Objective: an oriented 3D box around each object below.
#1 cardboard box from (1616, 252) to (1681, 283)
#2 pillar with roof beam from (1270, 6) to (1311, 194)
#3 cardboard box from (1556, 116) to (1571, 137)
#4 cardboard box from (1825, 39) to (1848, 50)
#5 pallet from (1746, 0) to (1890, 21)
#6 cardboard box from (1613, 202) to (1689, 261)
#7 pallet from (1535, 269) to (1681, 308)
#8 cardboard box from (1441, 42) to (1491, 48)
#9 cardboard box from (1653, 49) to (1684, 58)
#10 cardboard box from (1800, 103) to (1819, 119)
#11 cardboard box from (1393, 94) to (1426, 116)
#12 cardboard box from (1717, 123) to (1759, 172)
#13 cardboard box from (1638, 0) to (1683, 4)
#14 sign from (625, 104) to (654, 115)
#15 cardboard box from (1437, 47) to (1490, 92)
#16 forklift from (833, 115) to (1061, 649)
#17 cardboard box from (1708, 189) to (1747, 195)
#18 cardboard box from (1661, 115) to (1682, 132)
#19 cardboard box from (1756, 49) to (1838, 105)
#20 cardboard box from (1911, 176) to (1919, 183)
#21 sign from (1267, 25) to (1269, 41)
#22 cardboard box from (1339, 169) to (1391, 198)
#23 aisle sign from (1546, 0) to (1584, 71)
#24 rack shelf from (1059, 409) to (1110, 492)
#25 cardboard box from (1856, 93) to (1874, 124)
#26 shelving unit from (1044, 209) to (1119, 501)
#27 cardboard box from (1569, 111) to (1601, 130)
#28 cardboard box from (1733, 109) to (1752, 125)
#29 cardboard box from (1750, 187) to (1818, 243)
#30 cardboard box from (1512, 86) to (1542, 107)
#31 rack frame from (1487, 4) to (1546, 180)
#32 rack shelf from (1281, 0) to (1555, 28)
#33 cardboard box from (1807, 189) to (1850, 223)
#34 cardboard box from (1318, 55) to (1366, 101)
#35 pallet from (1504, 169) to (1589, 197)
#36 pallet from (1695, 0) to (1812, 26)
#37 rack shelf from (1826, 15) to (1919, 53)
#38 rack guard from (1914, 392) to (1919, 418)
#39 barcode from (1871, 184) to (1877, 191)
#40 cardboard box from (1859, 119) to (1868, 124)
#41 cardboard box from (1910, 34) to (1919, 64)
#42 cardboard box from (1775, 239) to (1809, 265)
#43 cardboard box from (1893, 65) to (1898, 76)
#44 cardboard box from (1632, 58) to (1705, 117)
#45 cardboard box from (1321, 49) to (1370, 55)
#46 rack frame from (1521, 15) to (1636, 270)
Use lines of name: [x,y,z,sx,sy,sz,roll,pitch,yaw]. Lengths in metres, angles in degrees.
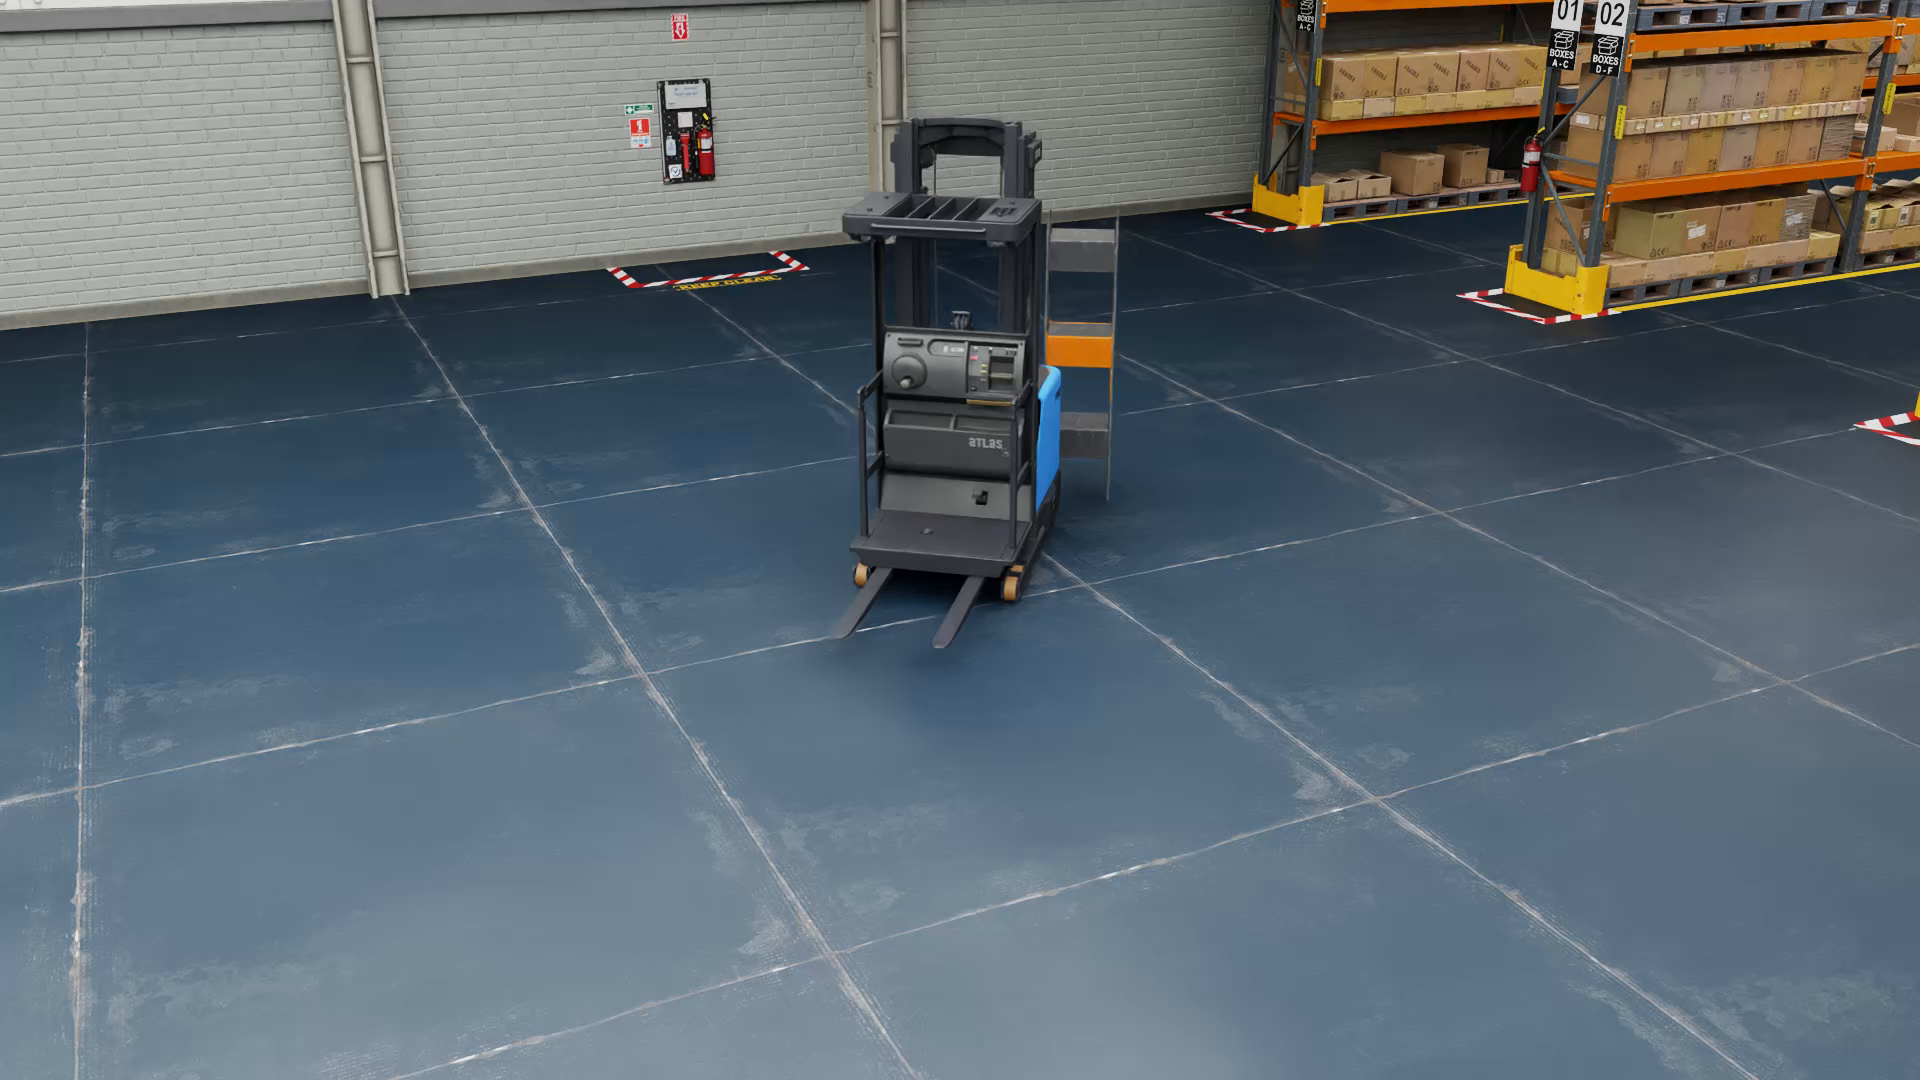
cardboard box: [7.455,-2.993,18.104,0.500,0.250,0.500,-10,25,-24]
pillar with roof beam: [6.398,-7.382,17.818,0.400,9.000,9.100,-10,25,-24]
cardboard box: [8.931,-5.940,23.890,0.500,0.250,0.500,-11,25,-25]
cardboard box: [12.956,-7.357,25.056,0.500,0.500,0.500,-11,25,-24]
pallet: [9.274,-5.831,18.108,1.213,0.211,1.003,-10,25,-24]
cardboard box: [7.456,-3.339,17.959,0.500,0.500,0.500,-10,25,-24]
pallet: [7.098,-2.826,18.300,1.213,0.211,1.003,-10,25,-24]
cardboard box: [6.898,-6.539,22.814,0.500,0.500,0.500,-11,25,-24]
cardboard box: [9.951,-6.960,23.936,0.500,0.500,0.700,-10,25,-24]
cardboard box: [9.184,-4.735,18.288,0.250,0.149,0.380,-10,25,-24]
cardboard box: [5.776,-5.764,21.924,0.500,0.250,0.500,-11,25,-24]
cardboard box: [8.247,-4.350,18.206,0.500,0.500,0.700,-10,24,-22]
cardboard box: [6.946,-5.759,16.952,0.637,0.503,0.797,-9,24,-20]
sign: [-3.654,-4.904,18.937,0.331,0.109,0.001,-10,25,-24]
cardboard box: [6.682,-6.280,22.188,0.500,0.500,0.500,-11,25,-25]
forklift: [-0.085,-1.112,10.605,1.130,2.935,3.031,5,23,12]
cardboard box: [8.576,-3.771,19.005,0.500,0.500,0.500,-10,25,-24]
cardboard box: [7.336,-4.395,17.467,0.250,0.149,0.380,-10,25,-23]
cardboard box: [9.179,-5.122,18.375,0.500,0.500,0.700,-10,25,-24]
cardboard box: [12.106,-4.323,20.584,0.500,0.311,0.500,-11,25,-25]
sign: [4.052,-6.555,21.737,0.005,0.325,0.100,-10,25,-24]
cardboard box: [5.451,-4.819,22.409,0.500,0.311,0.500,-8,24,-19]
aisle sign: [6.240,-5.264,17.147,0.004,0.787,0.394,-10,25,-24]
rack shelf: [0.882,-0.687,12.530,0.480,0.518,0.431,2,23,5]
cardboard box: [13.759,-6.570,25.961,0.750,0.750,0.750,-10,24,-22]
shelving unit: [0.882,-1.346,12.257,0.503,2.100,0.431,2,23,5]
cardboard box: [6.689,-4.448,17.594,0.250,0.149,0.380,-11,25,-25]
cardboard box: [8.259,-4.564,17.876,0.250,0.149,0.380,-10,25,-23]
cardboard box: [9.252,-3.675,18.772,0.500,0.500,0.500,-10,25,-24]
cardboard box: [7.584,-6.100,22.734,0.500,0.250,0.500,-10,25,-23]
rack frame: [7.879,-6.343,23.151,0.127,3.000,1.000,-10,25,-24]
rack shelf: [6.077,-7.065,21.914,4.000,0.370,1.077,-10,25,-24]
cardboard box: [10.272,-3.985,19.768,0.500,0.311,0.500,-10,25,-24]
cardboard box: [4.836,-5.941,21.371,0.500,0.500,0.500,-10,25,-24]
pallet: [8.580,-5.184,23.998,1.213,0.211,1.003,-10,25,-24]
pallet: [8.176,-5.630,17.623,1.213,0.211,1.003,-10,25,-24]
rack shelf: [11.833,-6.022,19.394,4.000,0.370,1.077,-10,25,-24]
rack guard: [8.620,-1.139,13.848,0.348,0.500,1.175,-10,25,-24]
barcode: [10.442,-4.027,18.995,0.075,0.075,0.001,-10,25,-24]
cardboard box: [10.744,-4.783,19.560,0.258,0.266,0.396,-11,25,-25]
cardboard box: [14.781,-7.699,25.882,0.500,0.500,0.500,-11,25,-24]
cardboard box: [9.253,-3.328,18.914,0.500,0.250,0.500,-10,25,-24]
cardboard box: [14.223,-7.268,25.688,0.250,0.149,0.380,-10,25,-24]
cardboard box: [7.372,-4.789,17.571,0.500,0.500,0.700,-11,25,-25]
cardboard box: [5.065,-6.197,21.989,0.500,0.500,0.500,-10,25,-23]
rack frame: [6.427,-3.973,17.426,0.127,3.000,1.000,-10,25,-24]
